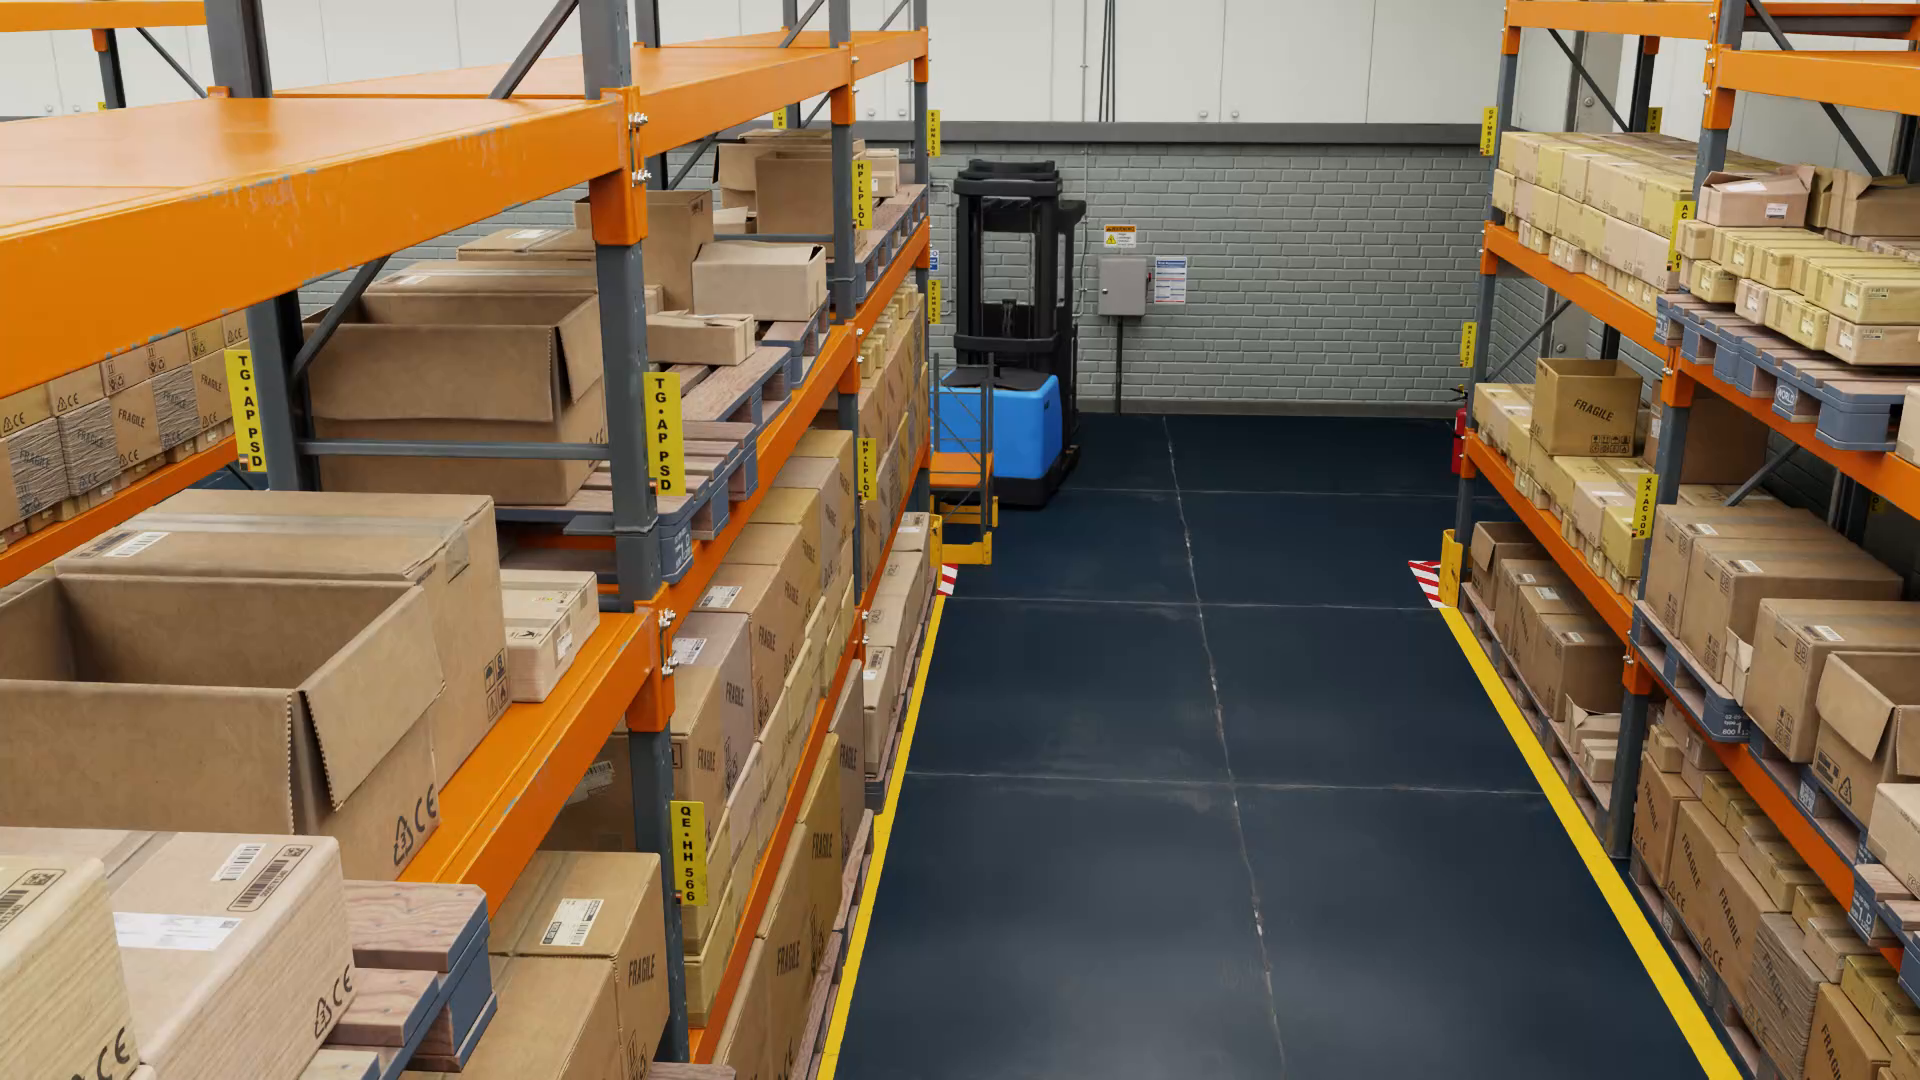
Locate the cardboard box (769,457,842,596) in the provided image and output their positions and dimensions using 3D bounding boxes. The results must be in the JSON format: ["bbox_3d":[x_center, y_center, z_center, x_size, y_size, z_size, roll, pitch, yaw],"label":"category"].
[{"bbox_3d":[-0.830,-0.073,7.562,0.500,0.500,0.500,2,18,5],"label":"cardboard box"}]

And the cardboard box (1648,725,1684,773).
[{"bbox_3d":[3.641,1.040,8.231,0.380,0.149,0.250,2,18,7],"label":"cardboard box"}]

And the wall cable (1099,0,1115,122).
[{"bbox_3d":[2.920,-5.648,16.648,2.988,3.039,0.133,1,18,4],"label":"wall cable"}]

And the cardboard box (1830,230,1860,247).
[{"bbox_3d":[4.031,-1.264,7.238,0.380,0.149,0.250,1,18,4],"label":"cardboard box"}]

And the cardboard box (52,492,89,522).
[{"bbox_3d":[-5.597,-0.223,10.190,0.380,0.149,0.250,2,18,5],"label":"cardboard box"}]

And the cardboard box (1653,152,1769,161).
[{"bbox_3d":[4.338,-2.100,9.659,0.500,0.250,0.500,1,18,4],"label":"cardboard box"}]

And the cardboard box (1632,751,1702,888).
[{"bbox_3d":[3.673,1.388,8.211,0.500,0.500,0.500,2,18,6],"label":"cardboard box"}]

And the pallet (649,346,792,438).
[{"bbox_3d":[-1.235,-0.497,6.110,1.003,0.211,1.213,2,18,6],"label":"pallet"}]

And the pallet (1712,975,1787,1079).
[{"bbox_3d":[3.827,2.213,6.831,1.003,0.211,1.213,1,18,4],"label":"pallet"}]

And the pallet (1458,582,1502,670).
[{"bbox_3d":[4.157,0.608,11.728,1.003,0.211,1.213,1,18,4],"label":"pallet"}]

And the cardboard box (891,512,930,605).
[{"bbox_3d":[-0.680,0.127,12.157,0.875,0.438,0.875,1,18,2],"label":"cardboard box"}]

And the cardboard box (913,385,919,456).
[{"bbox_3d":[-0.554,-0.834,11.491,0.500,0.500,0.500,1,18,3],"label":"cardboard box"}]

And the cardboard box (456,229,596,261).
[{"bbox_3d":[-1.469,-0.840,6.016,0.500,0.500,0.500,1,18,4],"label":"cardboard box"}]

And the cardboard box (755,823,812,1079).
[{"bbox_3d":[-1.105,1.707,6.633,0.875,0.875,0.875,2,18,5],"label":"cardboard box"}]

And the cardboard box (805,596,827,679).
[{"bbox_3d":[-0.868,0.437,7.210,0.500,0.250,0.500,2,18,5],"label":"cardboard box"}]

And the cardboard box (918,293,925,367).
[{"bbox_3d":[-0.529,-1.465,11.812,0.500,0.500,0.500,2,18,6],"label":"cardboard box"}]

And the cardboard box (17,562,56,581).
[{"bbox_3d":[-6.128,0.260,11.261,0.380,0.149,0.250,2,18,5],"label":"cardboard box"}]

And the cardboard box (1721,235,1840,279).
[{"bbox_3d":[3.465,-1.195,7.026,0.380,0.149,0.250,1,18,3],"label":"cardboard box"}]

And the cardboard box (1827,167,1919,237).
[{"bbox_3d":[3.993,-1.458,7.163,0.396,0.266,0.258,1,18,4],"label":"cardboard box"}]

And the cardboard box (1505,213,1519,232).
[{"bbox_3d":[3.964,-2.200,11.407,0.380,0.149,0.250,2,18,5],"label":"cardboard box"}]

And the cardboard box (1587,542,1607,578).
[{"bbox_3d":[3.695,0.106,9.185,0.380,0.149,0.250,2,18,5],"label":"cardboard box"}]

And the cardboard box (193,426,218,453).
[{"bbox_3d":[-5.471,-0.716,11.693,0.380,0.149,0.250,2,18,5],"label":"cardboard box"}]

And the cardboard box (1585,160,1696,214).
[{"bbox_3d":[3.801,-1.956,9.218,0.500,0.250,0.500,2,18,5],"label":"cardboard box"}]

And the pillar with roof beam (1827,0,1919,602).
[{"bbox_3d":[0.587,-2.889,8.288,9.100,9.000,0.400,1,18,4],"label":"pillar with roof beam"}]

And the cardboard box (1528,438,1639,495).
[{"bbox_3d":[3.833,-0.450,10.242,0.500,0.250,0.500,1,18,2],"label":"cardboard box"}]

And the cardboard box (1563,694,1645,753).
[{"bbox_3d":[3.705,1.063,9.577,0.396,0.266,0.258,2,18,6],"label":"cardboard box"}]

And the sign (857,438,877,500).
[{"bbox_3d":[-0.477,-0.359,8.469,0.100,0.325,0.005,1,18,4],"label":"sign"}]

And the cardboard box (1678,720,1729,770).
[{"bbox_3d":[3.670,0.980,7.935,0.380,0.149,0.250,0,18,1],"label":"cardboard box"}]

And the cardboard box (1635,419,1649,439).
[{"bbox_3d":[4.372,-0.596,10.687,0.500,0.250,0.500,2,18,6],"label":"cardboard box"}]

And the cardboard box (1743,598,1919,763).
[{"bbox_3d":[3.581,0.557,6.571,0.700,0.500,0.500,1,18,4],"label":"cardboard box"}]

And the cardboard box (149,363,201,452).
[{"bbox_3d":[-5.521,-0.903,11.223,0.500,0.500,0.500,1,18,4],"label":"cardboard box"}]

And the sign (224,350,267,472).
[{"bbox_3d":[-1.859,-0.337,4.359,0.100,0.325,0.005,1,18,4],"label":"sign"}]

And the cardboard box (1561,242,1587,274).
[{"bbox_3d":[3.744,-1.649,9.724,0.380,0.149,0.250,2,18,5],"label":"cardboard box"}]

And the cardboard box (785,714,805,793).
[{"bbox_3d":[-0.925,0.836,6.796,0.500,0.250,0.500,1,18,4],"label":"cardboard box"}]

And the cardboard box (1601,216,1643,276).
[{"bbox_3d":[3.744,-1.558,8.808,0.500,0.250,0.500,1,18,2],"label":"cardboard box"}]

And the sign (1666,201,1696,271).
[{"bbox_3d":[3.390,-1.427,7.812,0.100,0.325,0.005,1,18,4],"label":"sign"}]

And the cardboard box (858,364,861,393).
[{"bbox_3d":[-0.735,-0.859,8.918,0.380,0.149,0.250,2,18,5],"label":"cardboard box"}]

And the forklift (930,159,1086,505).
[{"bbox_3d":[0.559,-2.119,15.682,1.130,2.935,3.031,4,19,13],"label":"forklift"}]

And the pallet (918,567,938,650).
[{"bbox_3d":[-0.711,0.477,12.127,1.003,0.211,1.213,1,18,4],"label":"pallet"}]

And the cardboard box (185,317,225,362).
[{"bbox_3d":[-5.498,-1.536,11.549,0.500,0.500,0.500,1,18,2],"label":"cardboard box"}]

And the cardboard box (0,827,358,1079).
[{"bbox_3d":[-1.101,0.588,2.059,0.500,0.250,0.500,1,18,3],"label":"cardboard box"}]

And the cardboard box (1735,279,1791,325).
[{"bbox_3d":[3.437,-0.978,6.841,0.380,0.149,0.250,2,18,5],"label":"cardboard box"}]

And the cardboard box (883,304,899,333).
[{"bbox_3d":[-0.595,-1.415,10.617,0.380,0.149,0.250,2,18,5],"label":"cardboard box"}]

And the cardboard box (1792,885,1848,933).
[{"bbox_3d":[3.620,1.531,6.731,0.380,0.149,0.250,1,18,4],"label":"cardboard box"}]

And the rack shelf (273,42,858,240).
[{"bbox_3d":[-1.162,-1.553,6.009,1.077,0.370,4.000,1,18,4],"label":"rack shelf"}]

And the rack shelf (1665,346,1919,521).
[{"bbox_3d":[3.789,-0.208,6.079,1.077,0.370,4.000,1,18,4],"label":"rack shelf"}]

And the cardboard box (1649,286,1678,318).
[{"bbox_3d":[3.663,-1.170,8.263,0.380,0.149,0.250,1,18,4],"label":"cardboard box"}]

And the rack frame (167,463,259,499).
[{"bbox_3d":[-5.677,-1.177,12.698,1.000,3.000,0.127,1,18,4],"label":"rack frame"}]

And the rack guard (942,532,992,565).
[{"bbox_3d":[-0.041,0.059,13.340,0.587,0.250,0.087,1,18,4],"label":"rack guard"}]

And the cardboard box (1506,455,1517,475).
[{"bbox_3d":[3.886,-0.533,11.137,0.380,0.149,0.250,2,18,6],"label":"cardboard box"}]

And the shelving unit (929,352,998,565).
[{"bbox_3d":[-0.005,-0.689,13.617,0.587,1.500,1.083,1,18,4],"label":"shelving unit"}]

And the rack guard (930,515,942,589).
[{"bbox_3d":[-0.730,0.083,12.868,1.175,0.500,0.348,1,18,4],"label":"rack guard"}]

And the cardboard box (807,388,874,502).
[{"bbox_3d":[-0.743,-0.521,8.928,0.500,0.500,0.500,1,18,4],"label":"cardboard box"}]

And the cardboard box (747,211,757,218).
[{"bbox_3d":[-1.273,-1.696,9.034,0.380,0.149,0.250,2,18,5],"label":"cardboard box"}]

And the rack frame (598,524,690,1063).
[{"bbox_3d":[-1.306,1.387,4.873,1.000,3.000,0.127,1,18,4],"label":"rack frame"}]
